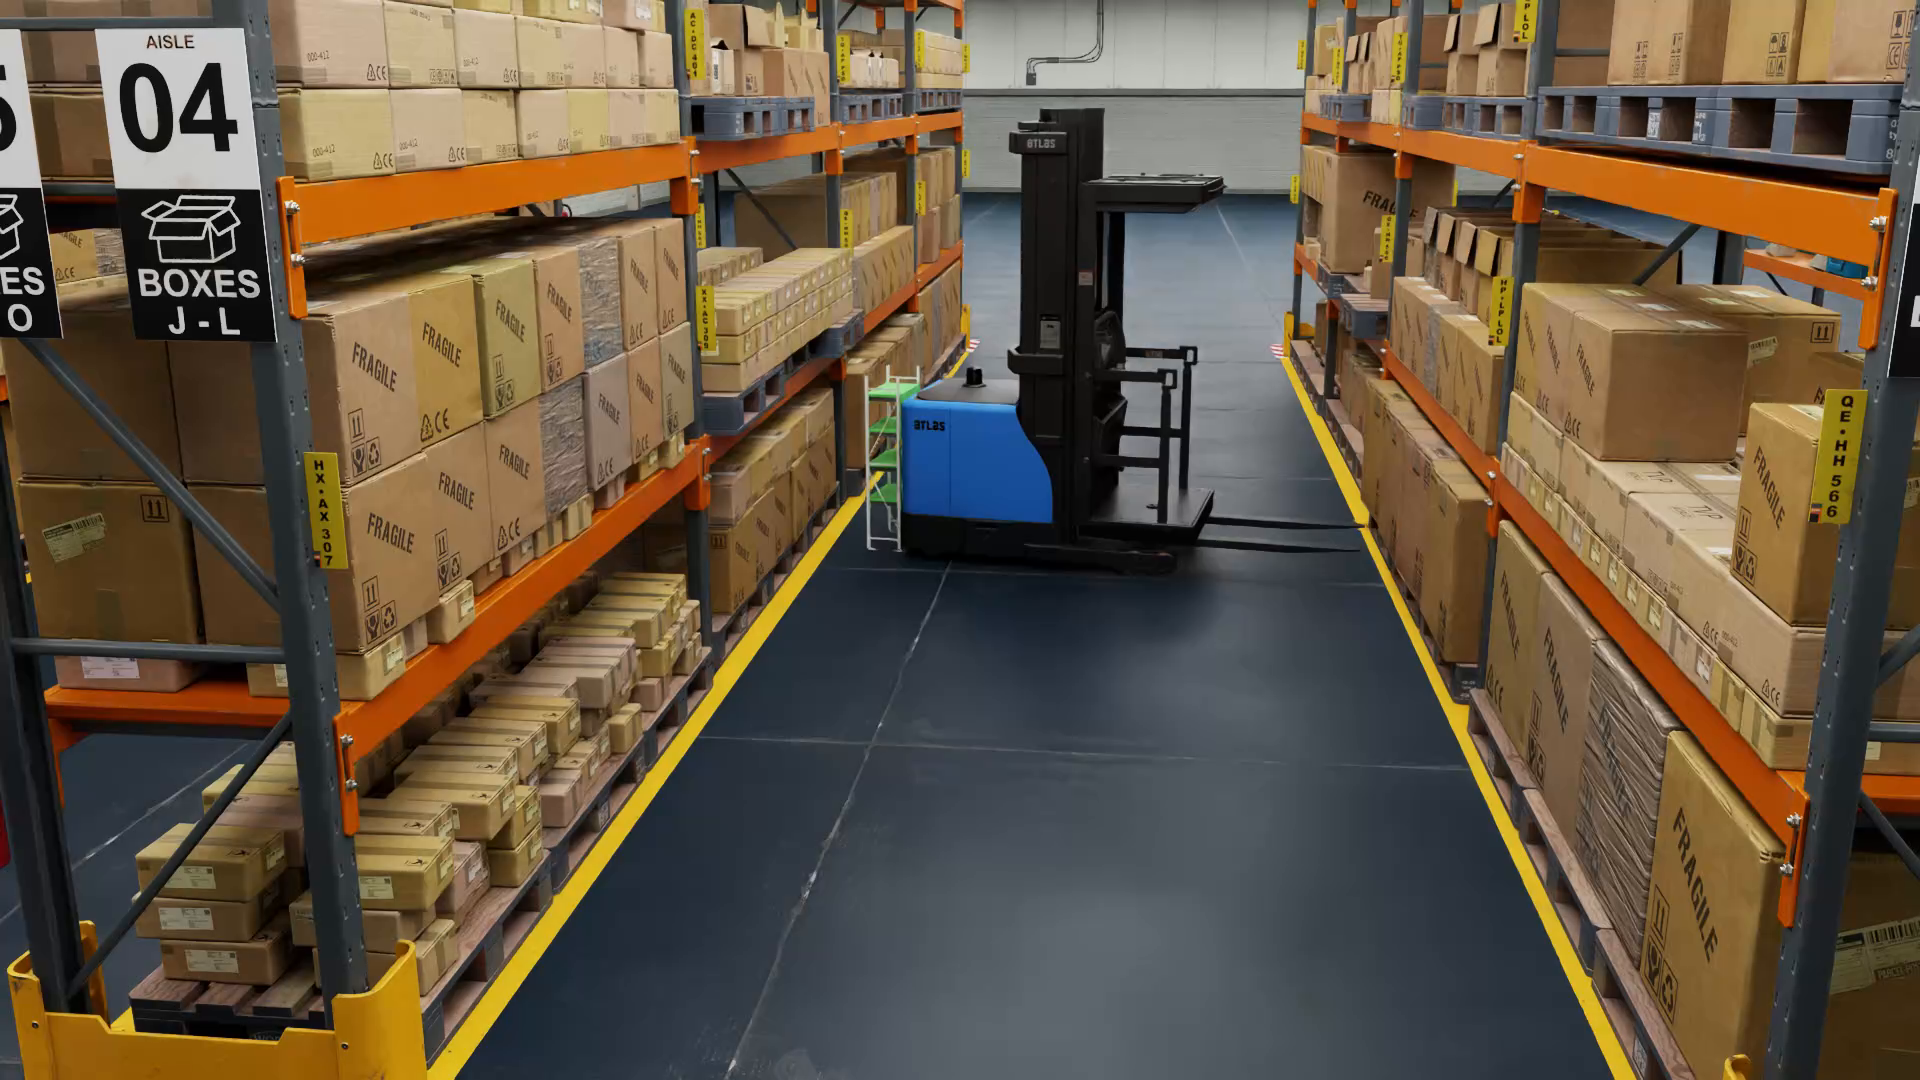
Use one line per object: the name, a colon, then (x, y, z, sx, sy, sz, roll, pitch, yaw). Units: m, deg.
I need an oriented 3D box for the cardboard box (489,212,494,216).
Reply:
cardboard box: (-5.386, -3.599, 18.465, 0.500, 0.500, 0.500, 2, 15, 7)

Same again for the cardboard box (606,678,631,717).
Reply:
cardboard box: (-1.711, 0.676, 7.504, 0.380, 0.149, 0.250, 2, 15, 8)

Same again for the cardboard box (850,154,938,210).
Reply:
cardboard box: (-0.703, -3.760, 17.464, 0.875, 0.550, 0.550, 2, 15, 6)

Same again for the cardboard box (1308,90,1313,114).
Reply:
cardboard box: (4.082, -4.779, 18.130, 0.500, 0.250, 0.500, 1, 15, 5)

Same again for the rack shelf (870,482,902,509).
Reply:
rack shelf: (-0.458, -0.275, 11.546, 0.258, 0.148, 0.480, 4, 16, 14)

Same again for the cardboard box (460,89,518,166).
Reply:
cardboard box: (-1.863, -1.432, 5.752, 0.500, 0.250, 0.500, 1, 15, 4)

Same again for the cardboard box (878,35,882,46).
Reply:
cardboard box: (-1.028, -5.250, 17.543, 0.380, 0.149, 0.250, 2, 15, 7)

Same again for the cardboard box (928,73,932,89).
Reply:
cardboard box: (-0.487, -4.583, 16.605, 0.380, 0.149, 0.250, 2, 15, 6)

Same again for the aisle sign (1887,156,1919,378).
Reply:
aisle sign: (2.334, -0.750, 3.709, 0.394, 0.787, 0.004, 2, 15, 6)

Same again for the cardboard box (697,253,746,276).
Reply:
cardboard box: (-1.679, -1.873, 11.380, 0.380, 0.149, 0.250, 2, 15, 6)

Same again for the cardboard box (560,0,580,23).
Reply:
cardboard box: (-1.710, -2.099, 6.496, 0.380, 0.149, 0.250, 2, 15, 6)

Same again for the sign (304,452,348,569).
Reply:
sign: (-1.738, -0.079, 4.550, 0.100, 0.325, 0.005, 2, 15, 6)

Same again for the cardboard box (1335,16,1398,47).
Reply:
cardboard box: (3.791, -4.623, 15.545, 0.500, 0.500, 0.500, 1, 15, 5)

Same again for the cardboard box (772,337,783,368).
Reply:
cardboard box: (-1.237, -1.087, 9.610, 0.380, 0.149, 0.250, 2, 15, 7)

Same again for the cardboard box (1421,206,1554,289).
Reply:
cardboard box: (3.444, -1.923, 10.914, 0.797, 0.503, 0.637, 2, 15, 8)

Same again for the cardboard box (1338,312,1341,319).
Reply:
cardboard box: (4.235, -2.171, 17.930, 0.500, 0.500, 0.500, 3, 15, 11)

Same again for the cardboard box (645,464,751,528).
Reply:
cardboard box: (-1.480, -0.256, 9.412, 0.500, 0.250, 0.500, 1, 15, 4)

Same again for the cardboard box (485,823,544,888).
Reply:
cardboard box: (-1.793, 1.172, 6.239, 0.380, 0.149, 0.250, 2, 15, 7)

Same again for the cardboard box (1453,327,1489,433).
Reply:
cardboard box: (2.935, -0.848, 8.860, 0.500, 0.500, 0.500, 2, 15, 8)

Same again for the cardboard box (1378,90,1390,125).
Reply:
cardboard box: (3.395, -3.215, 12.346, 0.500, 0.250, 0.500, 2, 15, 6)

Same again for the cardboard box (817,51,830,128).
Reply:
cardboard box: (-1.186, -3.093, 11.415, 0.500, 0.500, 0.500, 2, 15, 6)

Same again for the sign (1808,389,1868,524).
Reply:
sign: (2.102, -0.198, 3.975, 0.100, 0.325, 0.005, 2, 15, 6)

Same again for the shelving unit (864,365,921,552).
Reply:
shelving unit: (-0.458, -0.569, 11.467, 0.258, 1.200, 0.503, 4, 16, 14)

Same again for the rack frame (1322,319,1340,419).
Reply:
rack frame: (3.994, -2.617, 15.594, 1.000, 3.000, 0.127, 2, 15, 6)

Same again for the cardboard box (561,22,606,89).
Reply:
cardboard box: (-1.750, -1.934, 6.652, 0.500, 0.250, 0.500, 2, 15, 9)

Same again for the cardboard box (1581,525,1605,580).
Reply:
cardboard box: (2.553, 0.050, 6.211, 0.380, 0.149, 0.250, 1, 15, 5)

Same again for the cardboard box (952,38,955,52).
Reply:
cardboard box: (-0.259, -5.494, 18.444, 0.380, 0.149, 0.250, 2, 15, 7)

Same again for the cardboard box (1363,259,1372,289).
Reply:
cardboard box: (3.462, -2.158, 13.349, 0.396, 0.266, 0.258, 1, 15, 5)

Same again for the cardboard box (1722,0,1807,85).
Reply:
cardboard box: (2.839, -1.666, 5.144, 0.700, 0.500, 0.500, 1, 15, 2)

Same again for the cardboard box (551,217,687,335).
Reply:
cardboard box: (-1.610, -1.259, 7.895, 0.500, 0.500, 0.500, 1, 15, 4)

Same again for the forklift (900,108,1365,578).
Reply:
forklift: (1.173, -1.321, 10.932, 3.031, 2.935, 1.130, 4, 16, 15)

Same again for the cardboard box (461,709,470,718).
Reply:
cardboard box: (-2.295, 0.737, 7.279, 0.380, 0.149, 0.250, 2, 15, 6)

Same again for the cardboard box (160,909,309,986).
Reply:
cardboard box: (-2.425, 1.354, 5.566, 0.380, 0.149, 0.250, 2, 15, 7)

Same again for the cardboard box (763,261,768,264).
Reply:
cardboard box: (-1.590, -1.925, 12.843, 0.500, 0.500, 0.500, 2, 15, 6)

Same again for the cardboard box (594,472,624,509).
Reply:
cardboard box: (-1.690, -0.237, 7.274, 0.380, 0.149, 0.250, 1, 15, 4)

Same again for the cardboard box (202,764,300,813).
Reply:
cardboard box: (-2.481, 0.930, 5.994, 0.380, 0.149, 0.250, 1, 15, 5)

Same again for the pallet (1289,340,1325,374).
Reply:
pallet: (4.310, -2.079, 18.947, 1.003, 0.211, 1.213, 2, 15, 6)

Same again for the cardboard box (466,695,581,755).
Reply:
cardboard box: (-1.752, 0.741, 6.691, 0.380, 0.149, 0.250, 2, 15, 7)

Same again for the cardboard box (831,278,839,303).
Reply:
cardboard box: (-1.033, -1.698, 11.302, 0.380, 0.149, 0.250, 2, 15, 8)

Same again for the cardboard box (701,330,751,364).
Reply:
cardboard box: (-1.324, -1.028, 8.825, 0.380, 0.149, 0.250, 2, 15, 7)

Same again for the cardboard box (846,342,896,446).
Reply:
cardboard box: (-1.121, -1.251, 14.047, 1.050, 0.750, 0.750, 2, 15, 7)

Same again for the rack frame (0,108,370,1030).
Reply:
rack frame: (-2.277, 0.323, 4.721, 1.000, 3.000, 0.127, 2, 15, 6)

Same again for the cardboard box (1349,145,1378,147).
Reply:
cardboard box: (4.629, -4.179, 18.694, 0.500, 0.500, 0.500, 2, 15, 6)

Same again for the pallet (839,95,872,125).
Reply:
pallet: (-1.355, -3.277, 12.651, 1.213, 0.211, 1.003, 2, 15, 9)

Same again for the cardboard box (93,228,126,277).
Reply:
cardboard box: (-6.152, -2.127, 11.676, 0.500, 0.500, 0.500, 2, 15, 7)

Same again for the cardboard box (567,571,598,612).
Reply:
cardboard box: (-2.071, 0.255, 8.490, 0.380, 0.149, 0.250, 2, 15, 9)

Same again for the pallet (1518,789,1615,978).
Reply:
pallet: (2.792, 1.316, 6.391, 1.003, 0.211, 1.213, 2, 15, 6)

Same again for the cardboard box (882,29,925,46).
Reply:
cardboard box: (-0.544, -4.836, 16.013, 0.380, 0.149, 0.250, 2, 15, 7)

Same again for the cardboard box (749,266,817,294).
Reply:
cardboard box: (-1.122, -1.645, 10.535, 0.380, 0.149, 0.250, 2, 15, 9)

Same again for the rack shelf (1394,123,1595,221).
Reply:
rack shelf: (3.317, -2.162, 9.542, 1.077, 0.370, 4.000, 2, 15, 6)

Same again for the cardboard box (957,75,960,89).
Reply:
cardboard box: (-0.202, -5.243, 19.044, 0.380, 0.149, 0.250, 2, 15, 7)

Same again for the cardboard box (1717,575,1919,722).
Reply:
cardboard box: (2.431, 0.290, 4.559, 0.500, 0.250, 0.500, 1, 15, 5)

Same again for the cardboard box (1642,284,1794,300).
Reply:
cardboard box: (3.305, -0.848, 7.334, 0.500, 0.500, 0.500, 2, 15, 8)

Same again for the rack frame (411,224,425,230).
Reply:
rack frame: (-5.853, -2.909, 16.674, 1.000, 3.000, 0.127, 2, 15, 6)

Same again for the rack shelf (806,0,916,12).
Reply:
rack shelf: (-1.149, -4.626, 13.676, 1.077, 0.370, 4.000, 2, 15, 6)

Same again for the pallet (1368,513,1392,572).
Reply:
pallet: (3.379, -0.031, 11.374, 1.003, 0.211, 1.213, 2, 15, 6)

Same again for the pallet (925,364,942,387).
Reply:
pallet: (-0.760, -1.638, 17.316, 1.003, 0.211, 1.213, 2, 15, 6)

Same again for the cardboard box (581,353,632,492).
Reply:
cardboard box: (-1.717, -0.509, 7.037, 0.500, 0.500, 0.500, 2, 15, 6)
